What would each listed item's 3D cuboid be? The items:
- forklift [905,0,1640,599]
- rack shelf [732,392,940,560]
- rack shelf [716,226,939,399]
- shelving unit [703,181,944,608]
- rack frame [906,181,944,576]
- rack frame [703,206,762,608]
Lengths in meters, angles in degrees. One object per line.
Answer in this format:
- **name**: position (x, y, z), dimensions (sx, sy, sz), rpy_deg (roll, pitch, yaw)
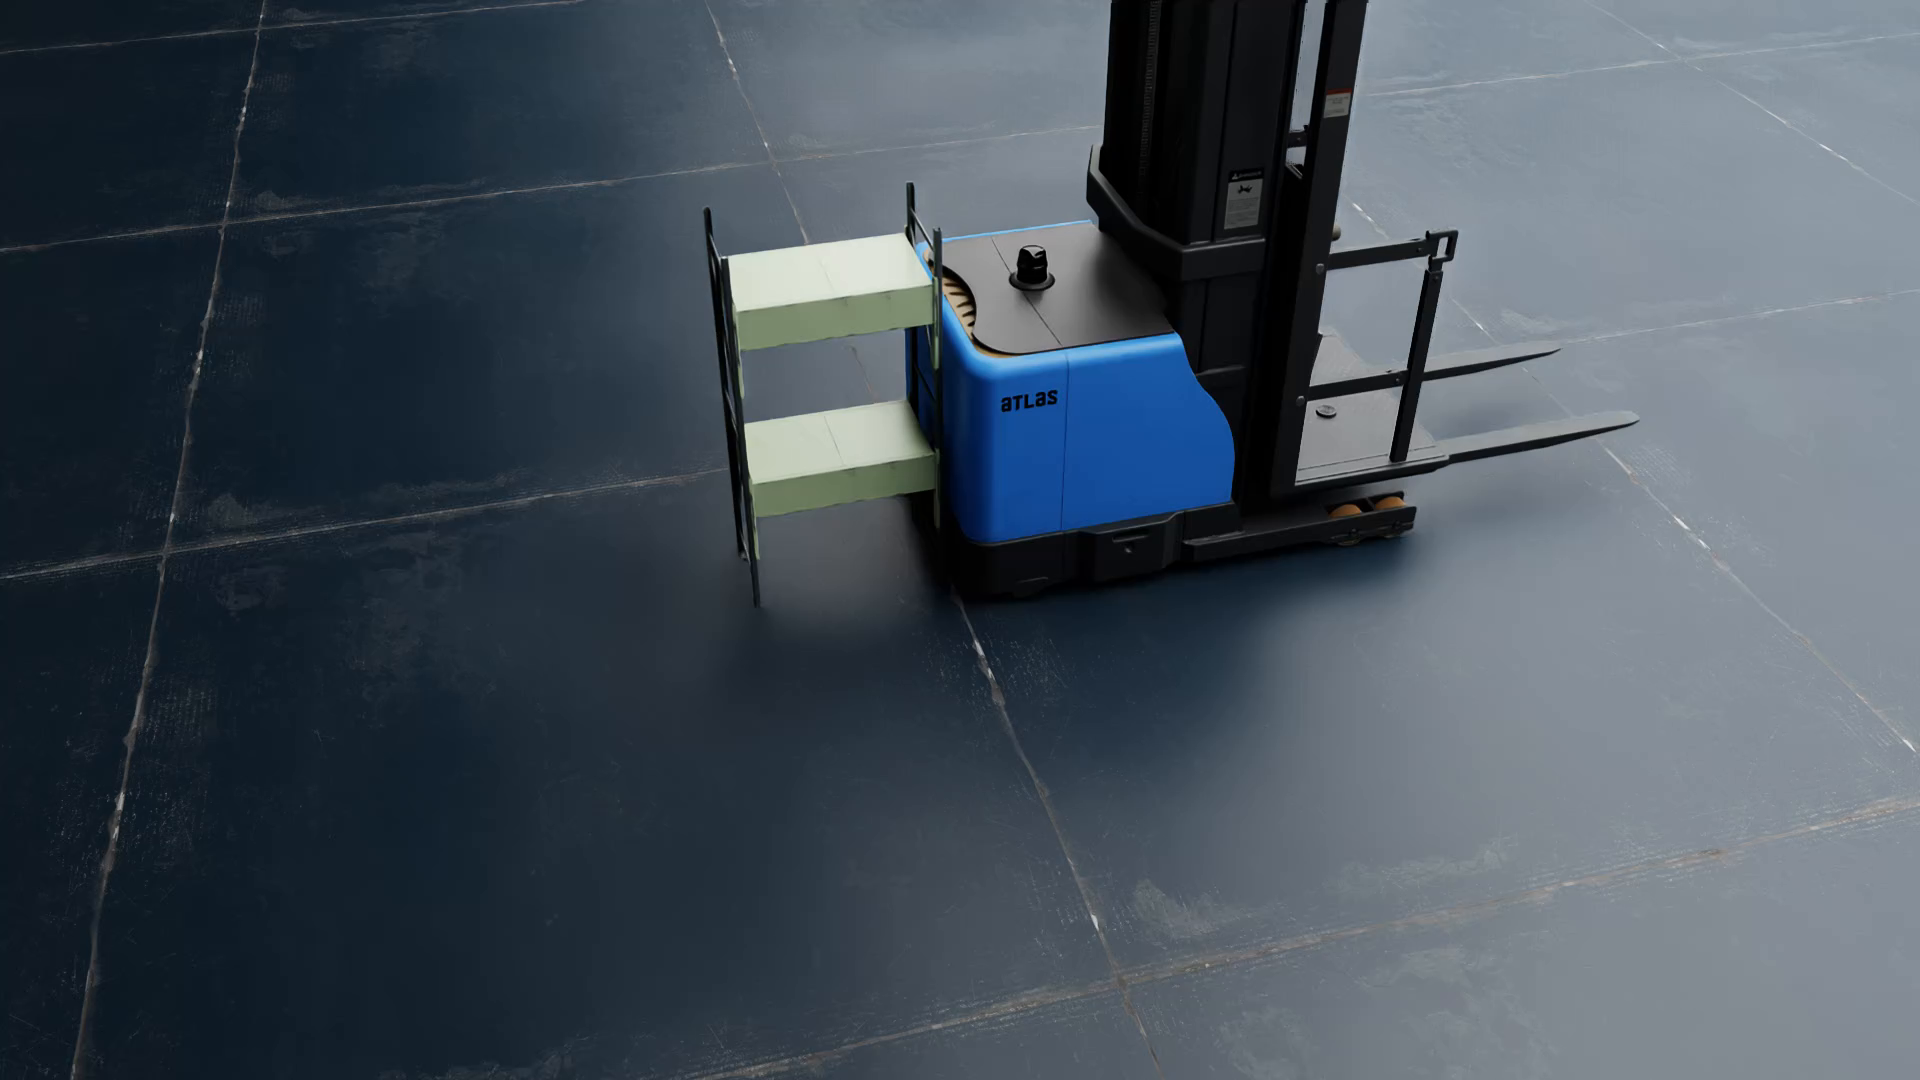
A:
- **forklift**: position (1.340, -1.439, 6.219), dimensions (3.031, 2.935, 1.130), rpy_deg (-10, 39, -13)
- **rack shelf**: position (-0.479, -0.252, 6.382), dimensions (0.720, 0.370, 0.431), rpy_deg (-10, 39, -13)
- **rack shelf**: position (-0.479, -0.821, 5.947), dimensions (0.720, 0.370, 0.431), rpy_deg (-10, 39, -13)
- **shelving unit**: position (-0.479, -0.511, 6.184), dimensions (0.755, 1.500, 0.431), rpy_deg (-10, 39, -13)
- **rack frame**: position (-0.127, -0.573, 6.264), dimensions (0.023, 1.500, 0.400), rpy_deg (-10, 39, -13)
- **rack frame**: position (-0.831, -0.450, 6.104), dimensions (0.023, 1.500, 0.400), rpy_deg (-10, 39, -13)
